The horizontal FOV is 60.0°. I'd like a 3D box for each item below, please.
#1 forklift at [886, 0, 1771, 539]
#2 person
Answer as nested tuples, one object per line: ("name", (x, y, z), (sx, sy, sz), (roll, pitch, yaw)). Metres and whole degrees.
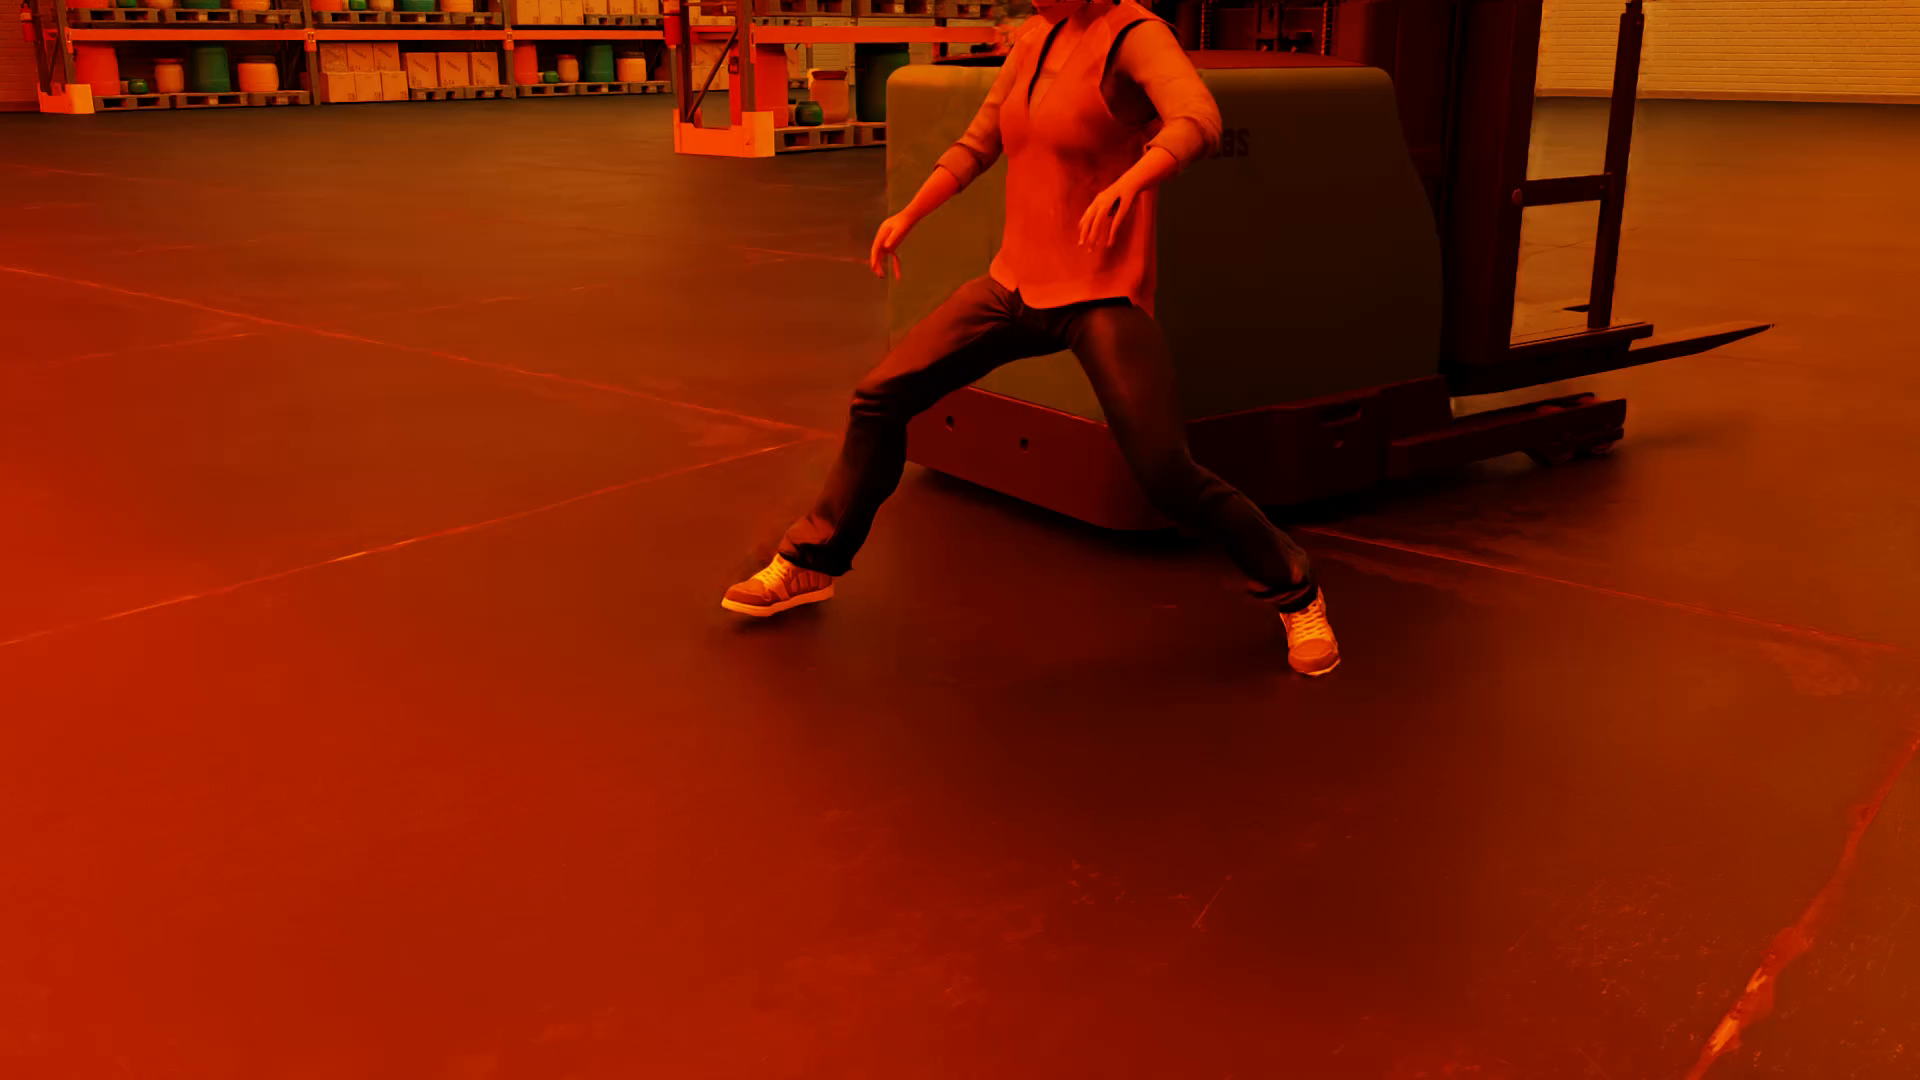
("forklift", (1.285, -1.724, 4.574), (3.031, 2.935, 1.130), (-12, 21, -35))
("person", (0.149, -0.471, 3.105), (0.912, 1.440, 0.983), (-13, 21, -37))
